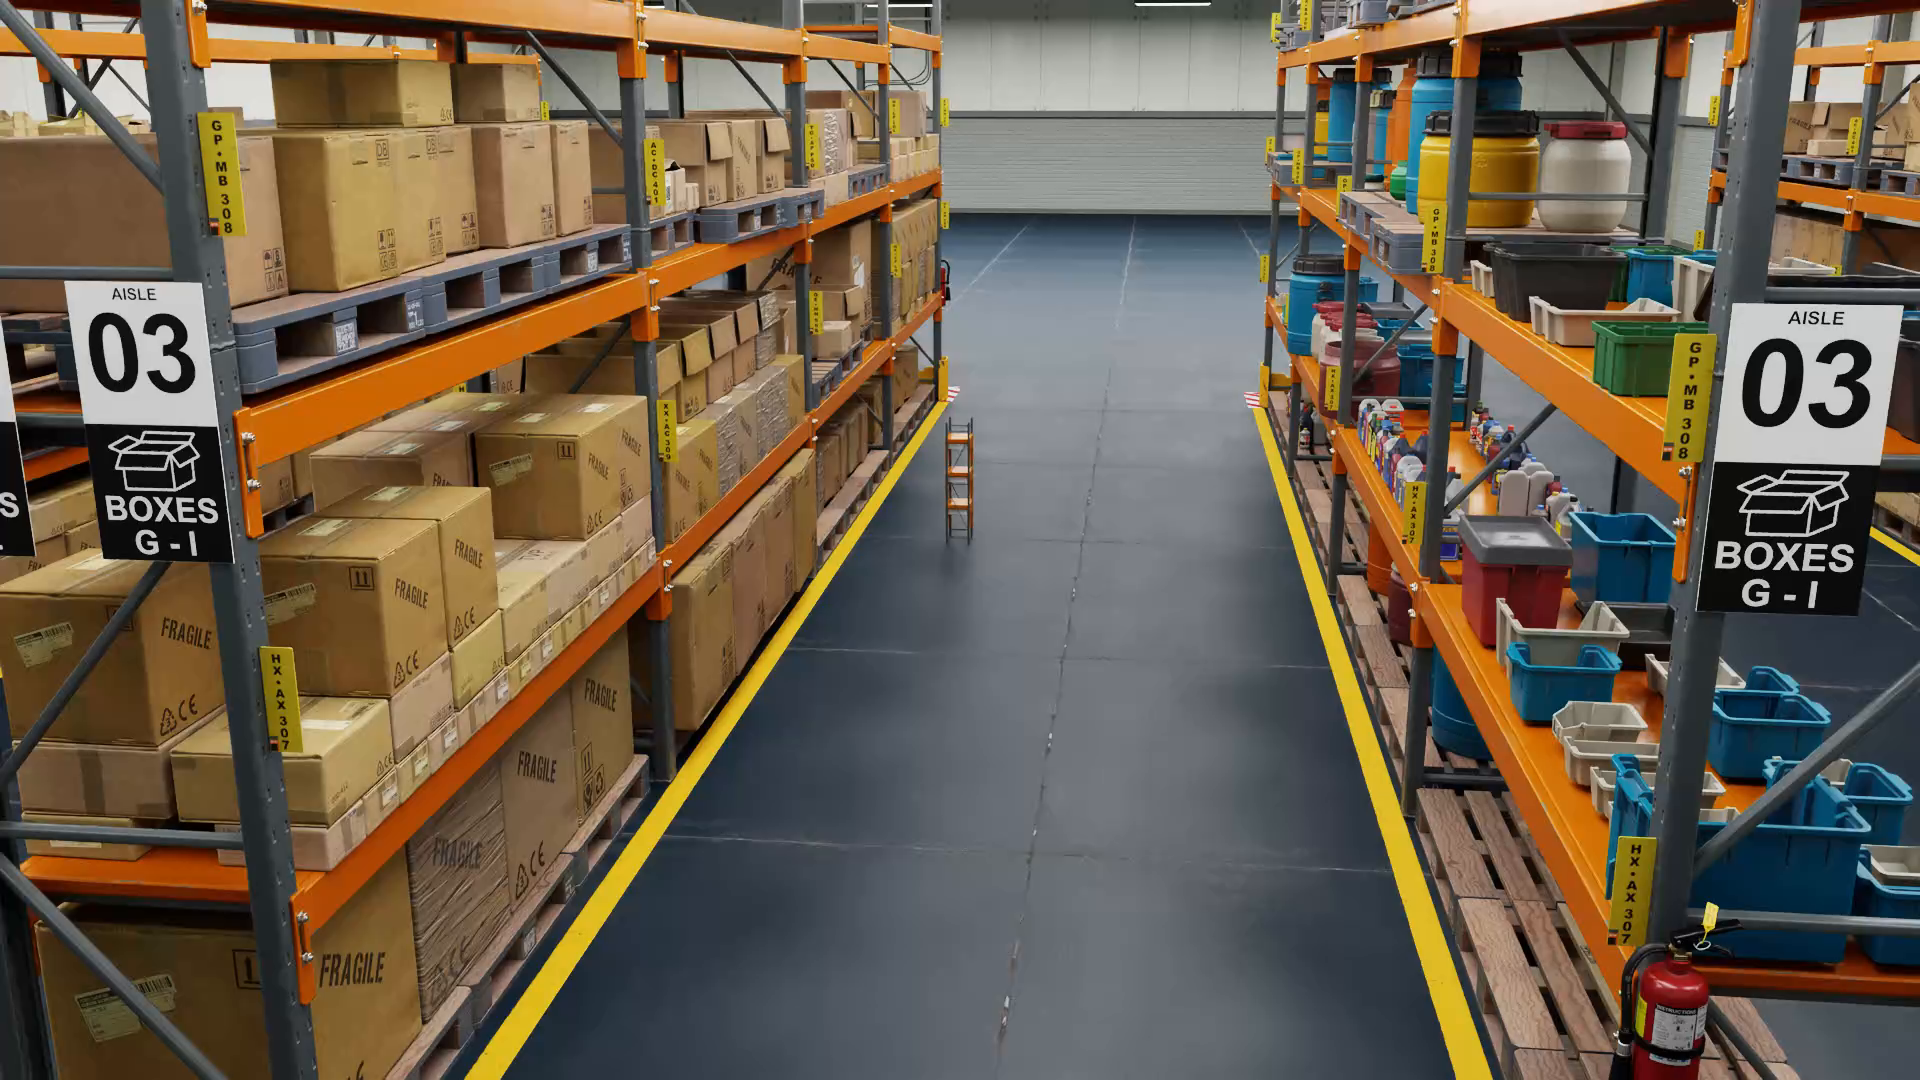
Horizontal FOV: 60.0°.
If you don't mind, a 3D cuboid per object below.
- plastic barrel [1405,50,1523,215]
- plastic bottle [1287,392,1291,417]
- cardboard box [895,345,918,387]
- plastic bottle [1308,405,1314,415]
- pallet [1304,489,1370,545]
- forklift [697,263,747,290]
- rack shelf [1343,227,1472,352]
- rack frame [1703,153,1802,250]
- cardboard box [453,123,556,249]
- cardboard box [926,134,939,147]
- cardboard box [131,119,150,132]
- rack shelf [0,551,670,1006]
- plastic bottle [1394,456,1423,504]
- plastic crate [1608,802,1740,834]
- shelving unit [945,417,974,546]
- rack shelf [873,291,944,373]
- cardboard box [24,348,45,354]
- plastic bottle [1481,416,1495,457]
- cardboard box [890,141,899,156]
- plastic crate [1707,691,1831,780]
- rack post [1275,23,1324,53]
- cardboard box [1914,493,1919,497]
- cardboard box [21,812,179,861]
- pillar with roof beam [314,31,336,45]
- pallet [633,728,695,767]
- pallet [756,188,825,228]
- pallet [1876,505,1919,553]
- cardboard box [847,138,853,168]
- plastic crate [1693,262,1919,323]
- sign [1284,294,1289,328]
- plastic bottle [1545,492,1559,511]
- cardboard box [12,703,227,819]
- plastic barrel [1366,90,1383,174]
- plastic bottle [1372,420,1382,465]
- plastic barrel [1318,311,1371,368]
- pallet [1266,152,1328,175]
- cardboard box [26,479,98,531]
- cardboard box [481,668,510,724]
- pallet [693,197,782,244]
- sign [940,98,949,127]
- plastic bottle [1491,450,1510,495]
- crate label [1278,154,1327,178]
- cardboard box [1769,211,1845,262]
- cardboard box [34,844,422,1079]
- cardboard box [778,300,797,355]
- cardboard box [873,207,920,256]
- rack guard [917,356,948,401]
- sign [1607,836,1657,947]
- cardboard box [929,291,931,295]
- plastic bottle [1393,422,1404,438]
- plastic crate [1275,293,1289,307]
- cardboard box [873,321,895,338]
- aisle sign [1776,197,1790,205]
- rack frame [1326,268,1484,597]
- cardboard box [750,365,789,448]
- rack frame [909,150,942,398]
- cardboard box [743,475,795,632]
[{"bbox_3d":[2.876,-2.324,9.499,0.600,0.901,0.708,2,15,6],"label":"plastic barrel"},{"bbox_3d":[3.632,-1.478,18.244,0.061,0.283,0.133,2,15,7],"label":"plastic bottle"},{"bbox_3d":[-0.819,-2.077,20.081,0.500,0.500,0.500,5,16,17],"label":"cardboard box"},{"bbox_3d":[3.687,-1.273,17.484,0.061,0.283,0.133,2,15,6],"label":"plastic bottle"},{"bbox_3d":[3.553,-0.191,14.464,1.003,0.211,1.213,2,15,6],"label":"pallet"},{"bbox_3d":[-2.715,-2.303,17.065,1.130,2.935,3.031,0,15,1],"label":"forklift"},{"bbox_3d":[3.061,-1.604,9.978,1.077,0.370,4.000,2,15,6],"label":"rack shelf"},{"bbox_3d":[9.111,-2.950,19.324,1.000,3.000,0.127,2,15,6],"label":"rack frame"},{"bbox_3d":[-2.180,-1.533,7.152,0.700,0.500,0.500,2,15,9],"label":"cardboard box"},{"bbox_3d":[-0.453,-4.729,19.683,0.380,0.149,0.250,2,15,6],"label":"cardboard box"},{"bbox_3d":[-10.323,-5.150,20.667,0.380,0.149,0.250,2,15,7],"label":"cardboard box"},{"bbox_3d":[-2.312,0.736,7.072,1.077,0.370,4.000,2,15,6],"label":"rack shelf"},{"bbox_3d":[2.698,-0.357,9.972,0.152,0.276,0.135,2,15,6],"label":"plastic bottle"},{"bbox_3d":[2.296,0.935,5.349,0.396,0.136,0.243,2,15,6],"label":"plastic crate"},{"bbox_3d":[-0.006,-0.493,13.974,0.215,1.050,0.252,2,15,6],"label":"shelving unit"},{"bbox_3d":[-0.958,-2.376,18.582,1.077,0.370,4.000,2,15,6],"label":"rack shelf"},{"bbox_3d":[-6.299,-1.233,11.511,0.380,0.149,0.250,2,15,9],"label":"cardboard box"},{"bbox_3d":[3.586,-0.702,11.260,0.097,0.271,0.097,0,15,0],"label":"plastic bottle"},{"bbox_3d":[-0.826,-3.989,16.946,0.380,0.149,0.250,2,15,7],"label":"cardboard box"},{"bbox_3d":[2.888,0.709,5.999,0.416,0.233,0.300,2,15,6],"label":"plastic crate"},{"bbox_3d":[3.978,-5.559,18.438,0.937,0.300,0.954,3,15,12],"label":"rack post"},{"bbox_3d":[8.193,-0.560,13.874,0.500,0.311,0.500,2,15,8],"label":"cardboard box"},{"bbox_3d":[-2.824,0.926,5.470,0.380,0.149,0.250,2,15,7],"label":"cardboard box"},{"bbox_3d":[-10.176,-10.963,37.467,9.100,9.000,0.400,2,15,6],"label":"pillar with roof beam"},{"bbox_3d":[-2.074,1.014,10.009,1.003,0.211,1.213,2,15,6],"label":"pallet"},{"bbox_3d":[-1.655,-2.356,11.743,1.213,0.211,1.003,2,15,9],"label":"pallet"},{"bbox_3d":[8.480,-0.057,13.967,1.003,0.211,1.213,2,15,6],"label":"pallet"},{"bbox_3d":[-1.190,-3.544,15.229,0.396,0.266,0.258,2,15,8],"label":"cardboard box"},{"bbox_3d":[2.830,-0.753,5.573,0.504,0.338,0.767,2,15,6],"label":"plastic crate"},{"bbox_3d":[3.193,-2.212,16.065,0.100,0.325,0.005,2,15,6],"label":"sign"},{"bbox_3d":[3.370,-0.172,9.432,0.097,0.201,0.097,0,15,0],"label":"plastic bottle"},{"bbox_3d":[-2.746,0.703,5.535,0.500,0.250,0.500,1,15,5],"label":"cardboard box"},{"bbox_3d":[3.823,-3.441,14.435,0.600,0.901,0.600,0,15,0],"label":"plastic barrel"},{"bbox_3d":[2.778,-0.649,11.041,0.061,0.283,0.133,2,15,6],"label":"plastic bottle"},{"bbox_3d":[3.329,-1.693,14.415,0.433,0.535,0.433,0,15,0],"label":"plastic barrel"},{"bbox_3d":[3.999,-4.242,18.718,1.003,0.211,1.213,2,15,6],"label":"pallet"},{"bbox_3d":[-6.487,-0.250,11.888,0.500,0.250,0.500,2,15,8],"label":"cardboard box"},{"bbox_3d":[-2.027,0.613,6.631,0.380,0.149,0.250,2,15,6],"label":"cardboard box"},{"bbox_3d":[-1.778,-2.066,10.670,1.003,0.211,1.213,2,15,9],"label":"pallet"},{"bbox_3d":[-0.183,-5.096,19.820,0.100,0.325,0.005,2,15,6],"label":"sign"},{"bbox_3d":[3.316,-0.415,10.198,0.097,0.271,0.097,0,15,0],"label":"plastic bottle"},{"bbox_3d":[3.650,-3.997,17.736,0.502,0.251,0.408,2,15,6],"label":"crate label"},{"bbox_3d":[8.929,-3.222,17.656,0.700,0.500,0.500,2,15,6],"label":"cardboard box"},{"bbox_3d":[-2.545,1.562,5.905,0.875,0.875,0.875,2,15,6],"label":"cardboard box"},{"bbox_3d":[-1.650,-1.708,13.734,0.700,0.500,0.500,4,16,15],"label":"cardboard box"},{"bbox_3d":[-0.723,-3.378,18.232,0.500,0.500,0.500,2,15,6],"label":"cardboard box"},{"bbox_3d":[-0.740,-2.016,20.660,1.175,0.500,0.348,2,15,6],"label":"rack guard"},{"bbox_3d":[1.836,0.962,4.544,0.100,0.325,0.005,2,15,6],"label":"sign"},{"bbox_3d":[-0.559,-3.041,20.144,0.380,0.149,0.250,2,15,6],"label":"cardboard box"},{"bbox_3d":[2.991,-0.704,11.401,0.097,0.201,0.097,0,15,0],"label":"plastic bottle"},{"bbox_3d":[3.769,-2.747,19.078,0.298,0.136,0.250,2,15,6],"label":"plastic crate"},{"bbox_3d":[-0.860,-2.131,16.776,0.380,0.149,0.250,2,15,6],"label":"cardboard box"},{"bbox_3d":[9.410,-4.213,19.016,0.394,0.787,0.004,2,15,6],"label":"aisle sign"},{"bbox_3d":[3.287,-1.022,12.194,1.000,3.000,0.127,2,15,6],"label":"rack frame"},{"bbox_3d":[-1.506,-0.951,11.743,0.500,0.500,0.500,2,15,6],"label":"cardboard box"},{"bbox_3d":[-0.732,-3.242,20.407,1.000,3.000,0.127,2,15,6],"label":"rack frame"},{"bbox_3d":[-1.841,0.065,11.442,1.225,0.875,0.875,2,15,6],"label":"cardboard box"}]
